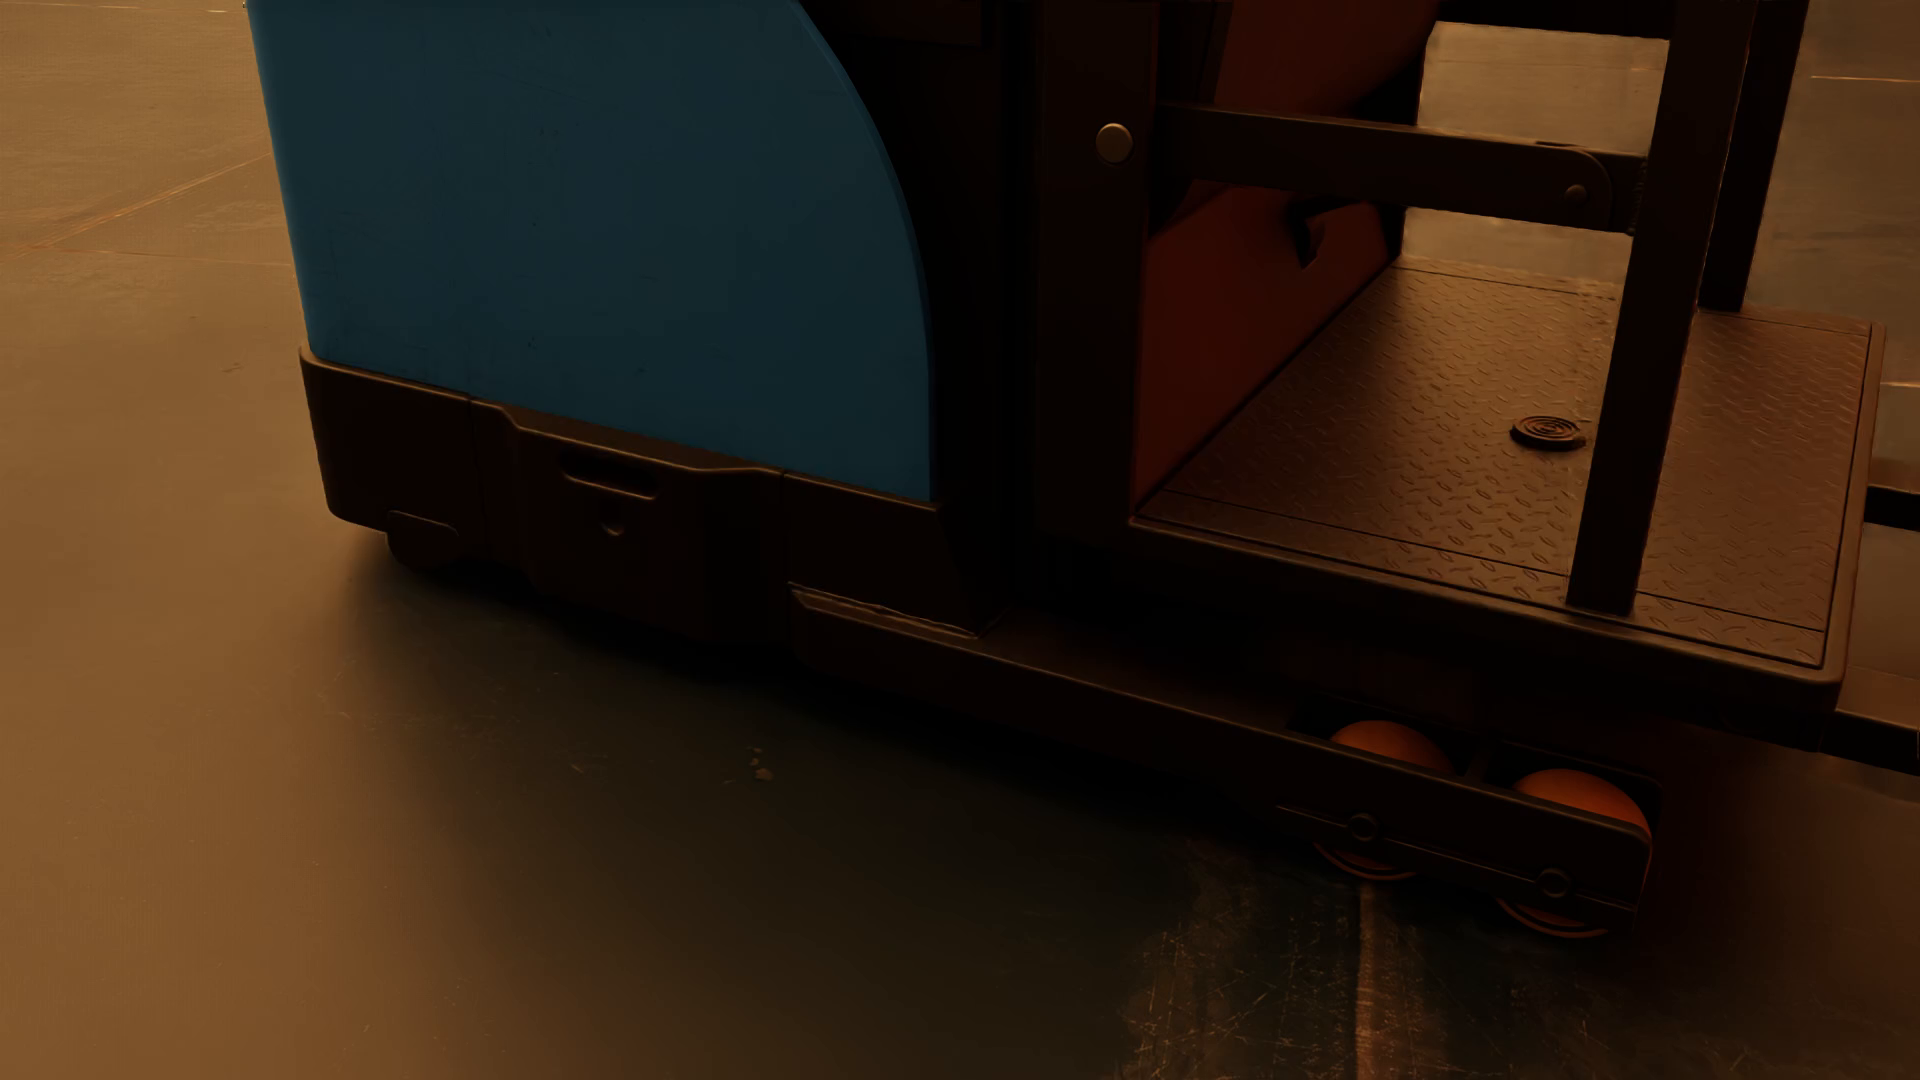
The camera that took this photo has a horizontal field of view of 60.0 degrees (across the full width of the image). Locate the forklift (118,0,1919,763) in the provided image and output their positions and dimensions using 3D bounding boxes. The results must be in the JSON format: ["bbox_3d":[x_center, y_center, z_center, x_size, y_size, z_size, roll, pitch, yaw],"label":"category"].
[{"bbox_3d":[0.600,-1.354,1.930,3.031,2.935,1.130,-4,27,-9],"label":"forklift"}]
